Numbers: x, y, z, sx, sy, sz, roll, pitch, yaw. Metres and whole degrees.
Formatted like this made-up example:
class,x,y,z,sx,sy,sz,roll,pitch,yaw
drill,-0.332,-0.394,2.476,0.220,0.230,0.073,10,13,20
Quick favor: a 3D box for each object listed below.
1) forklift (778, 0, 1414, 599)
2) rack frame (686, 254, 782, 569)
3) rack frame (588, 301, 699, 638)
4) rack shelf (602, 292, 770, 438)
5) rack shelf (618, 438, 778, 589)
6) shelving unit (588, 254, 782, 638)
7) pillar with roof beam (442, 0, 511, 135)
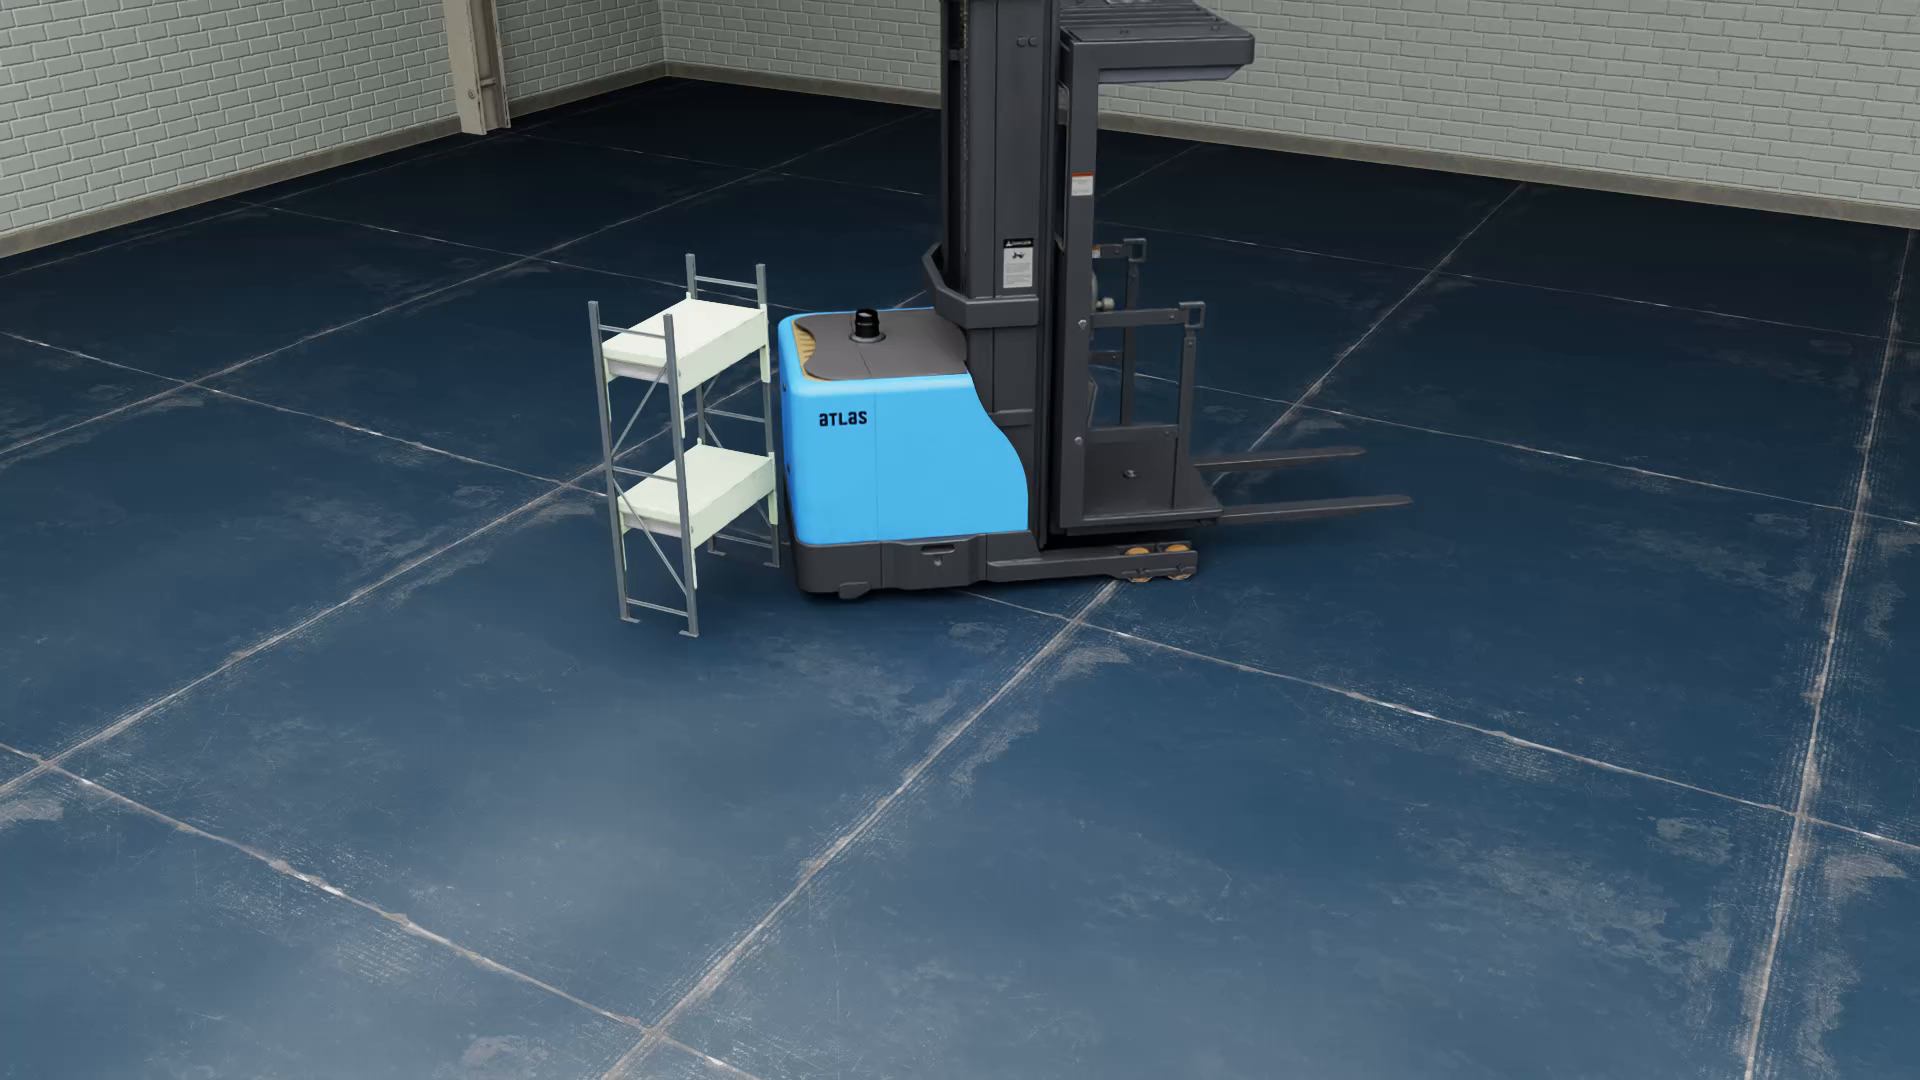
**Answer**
class,x,y,z,sx,sy,sz,roll,pitch,yaw
forklift,0.676,-1.336,7.645,3.031,2.935,1.130,-4,27,-8
rack frame,-1.044,-0.575,7.723,0.400,1.500,0.023,12,29,22
rack frame,-1.348,-0.277,7.127,0.400,1.500,0.023,12,29,22
rack shelf,-1.196,-0.775,7.250,0.431,0.370,0.720,12,29,22
rack shelf,-1.196,-0.134,7.571,0.431,0.370,0.720,12,29,22
shelving unit,-1.196,-0.426,7.425,0.431,1.500,0.755,12,29,22
pillar with roof beam,-0.898,-7.099,12.379,9.100,9.000,0.400,14,30,26
